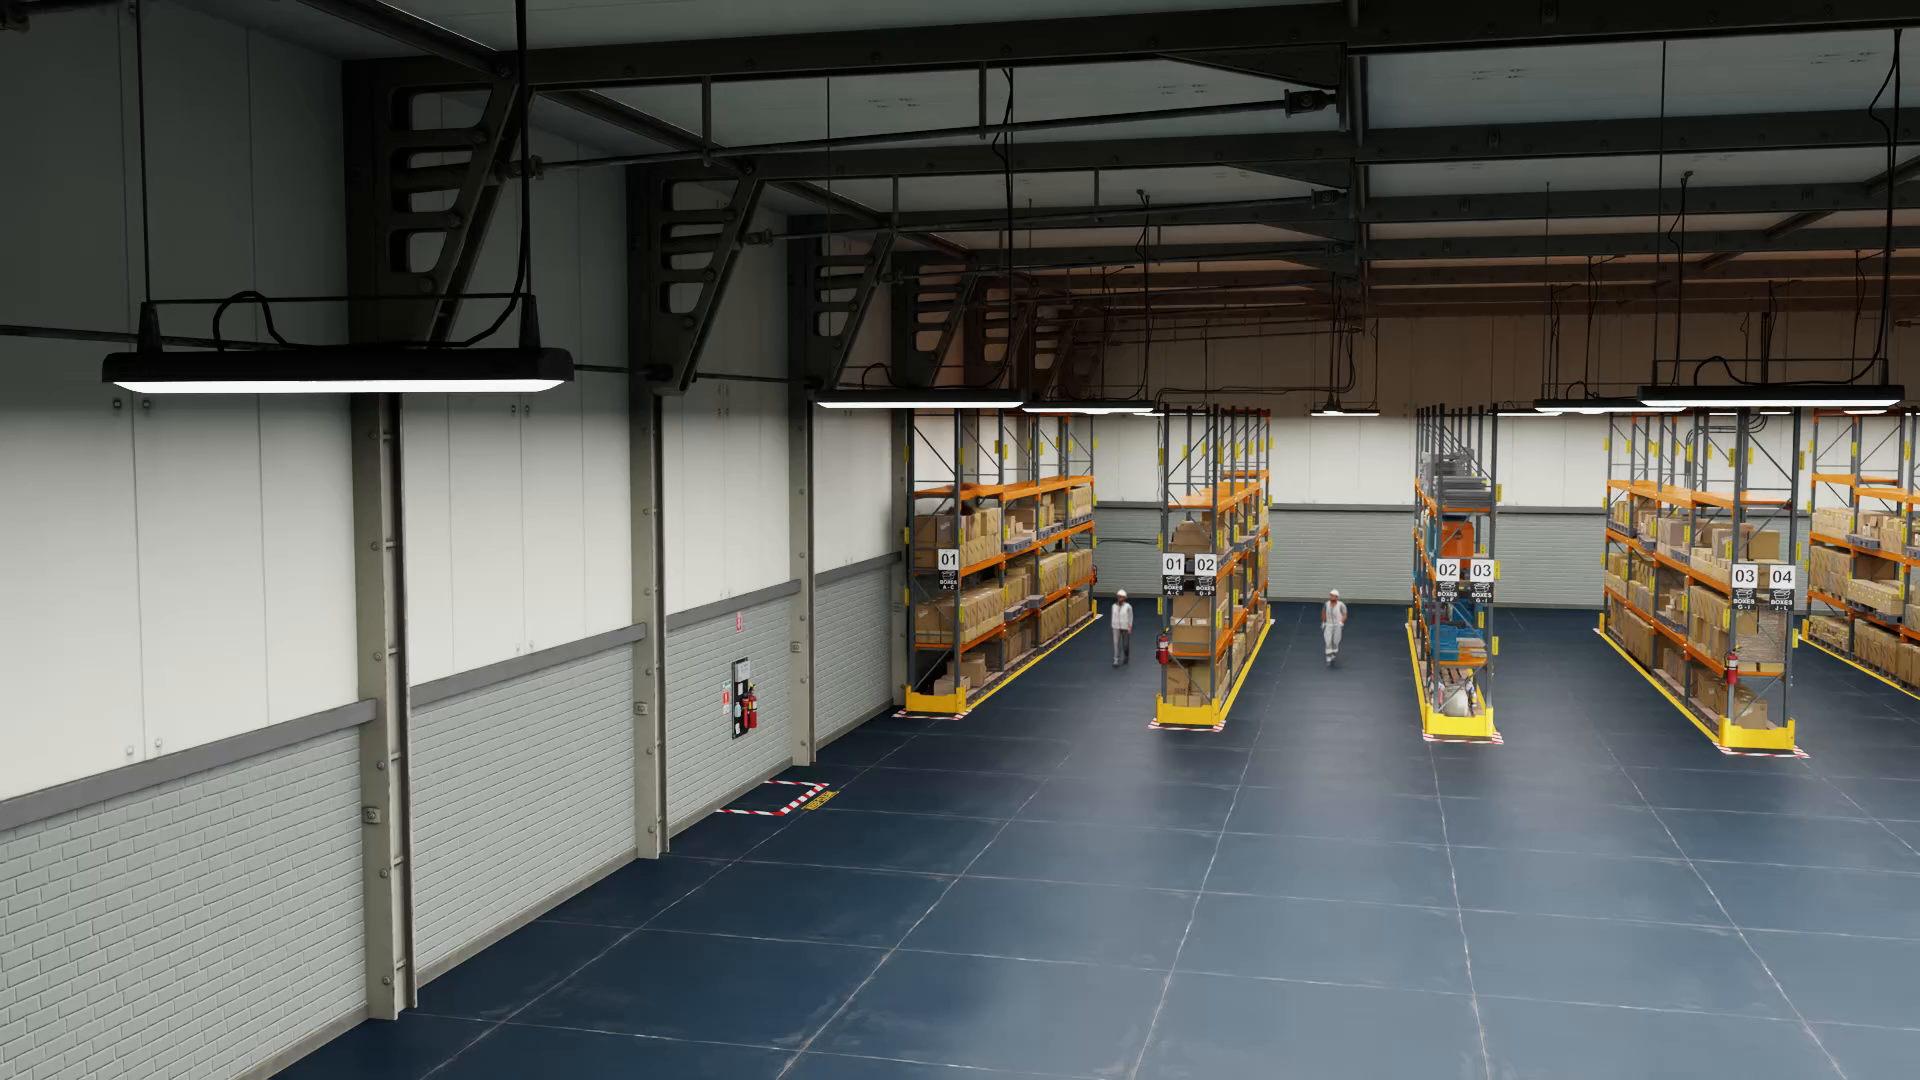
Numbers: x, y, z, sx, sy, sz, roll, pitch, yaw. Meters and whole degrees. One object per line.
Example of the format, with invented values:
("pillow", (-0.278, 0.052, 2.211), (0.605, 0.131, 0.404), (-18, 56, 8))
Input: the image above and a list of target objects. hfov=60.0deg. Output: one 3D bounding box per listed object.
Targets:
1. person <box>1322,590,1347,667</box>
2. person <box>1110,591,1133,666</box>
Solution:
("person", (8.735, 2.060, 38.808), (0.559, 1.813, 0.876), (1, 4, 13))
("person", (3.762, 2.044, 38.793), (0.561, 1.729, 1.066), (1, 4, 10))
